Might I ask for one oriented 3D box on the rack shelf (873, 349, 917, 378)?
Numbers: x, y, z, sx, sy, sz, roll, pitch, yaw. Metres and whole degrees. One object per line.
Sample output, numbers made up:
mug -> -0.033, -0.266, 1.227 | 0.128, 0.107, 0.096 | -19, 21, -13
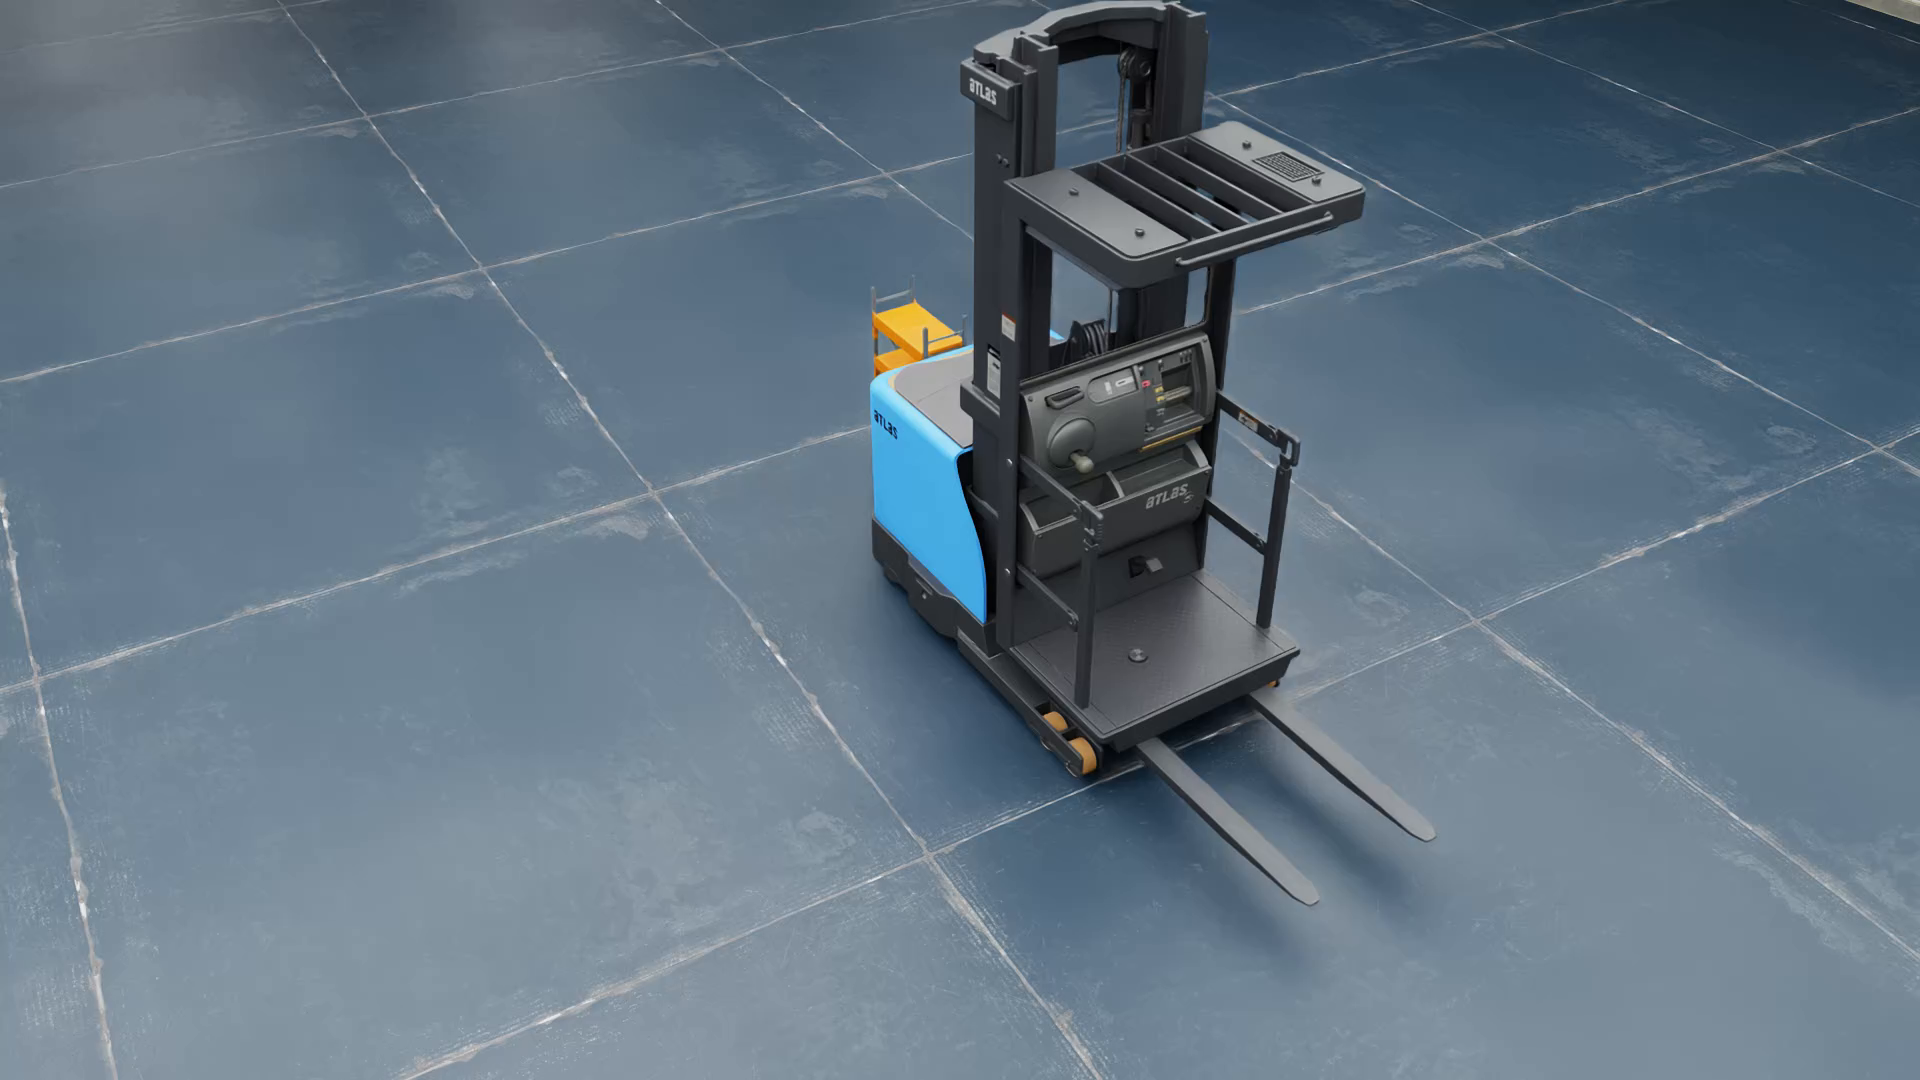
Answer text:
rack shelf -> -0.201, -0.793, 8.281 | 0.258, 0.148, 0.480 | -21, 41, -26

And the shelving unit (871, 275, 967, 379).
shelving unit -> -0.201, -0.667, 8.373 | 0.258, 1.200, 0.503 | -21, 41, -26

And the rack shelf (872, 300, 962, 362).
rack shelf -> -0.201, -0.984, 8.141 | 0.258, 0.148, 0.480 | -21, 41, -26

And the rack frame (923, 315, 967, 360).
rack frame -> -0.070, -0.545, 8.207 | 0.240, 1.200, 0.015 | -21, 41, -26

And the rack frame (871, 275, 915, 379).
rack frame -> -0.331, -0.788, 8.539 | 0.240, 1.200, 0.015 | -21, 41, -26

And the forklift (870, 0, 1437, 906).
forklift -> 0.779, -0.494, 6.668 | 1.130, 2.935, 3.031 | -21, 41, -26
